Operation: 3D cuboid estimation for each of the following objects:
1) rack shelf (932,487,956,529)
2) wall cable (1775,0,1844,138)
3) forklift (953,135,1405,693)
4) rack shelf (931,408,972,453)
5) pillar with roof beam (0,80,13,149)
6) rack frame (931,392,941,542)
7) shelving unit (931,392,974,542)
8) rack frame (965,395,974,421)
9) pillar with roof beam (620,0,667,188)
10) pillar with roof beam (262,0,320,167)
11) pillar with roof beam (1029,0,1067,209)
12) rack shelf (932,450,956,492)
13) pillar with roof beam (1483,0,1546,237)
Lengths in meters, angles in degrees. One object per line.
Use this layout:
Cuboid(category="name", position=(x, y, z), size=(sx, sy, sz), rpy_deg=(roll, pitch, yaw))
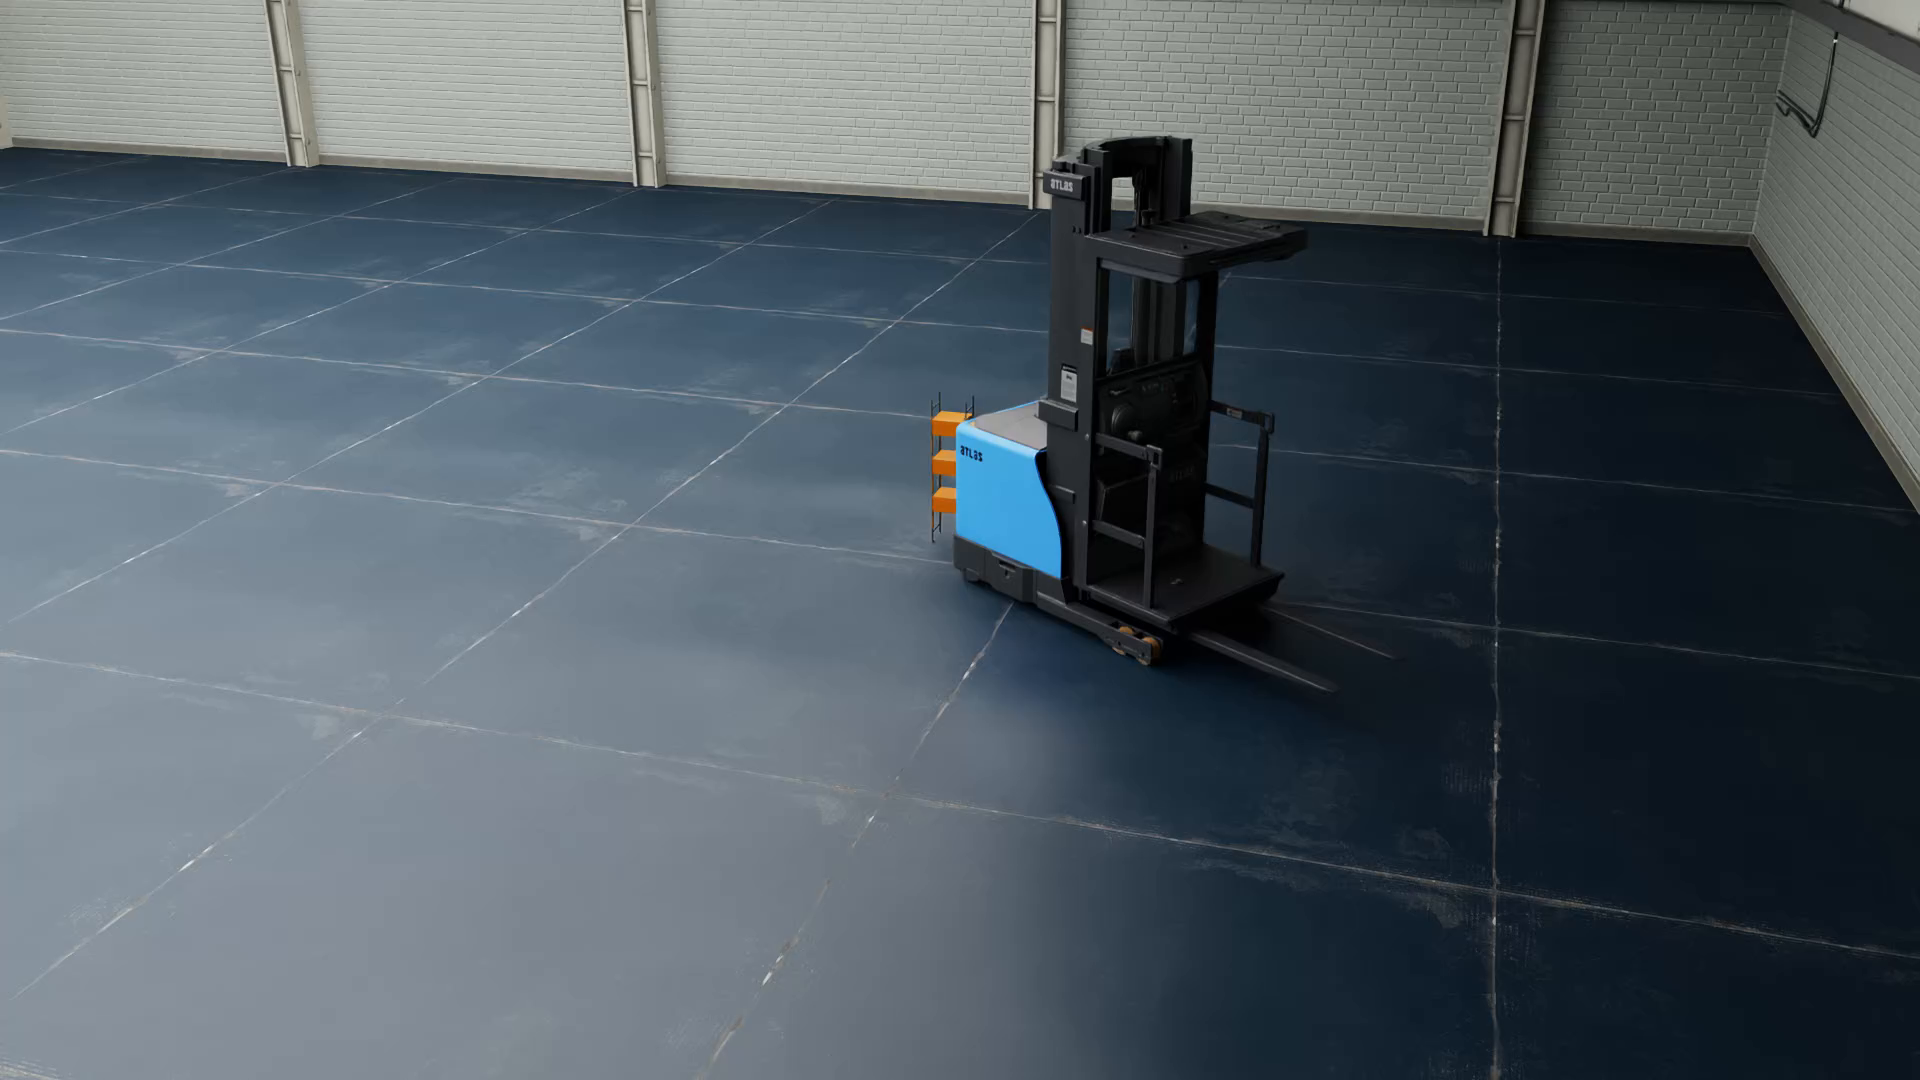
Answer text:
Cuboid(category="rack shelf", position=(-0.051, -0.225, 11.695), size=(0.240, 0.259, 0.215), rpy_deg=(7, 23, 15))
Cuboid(category="wall cable", position=(9.359, -5.848, 18.261), size=(0.112, 2.526, 3.097), rpy_deg=(7, 23, 16))
Cuboid(category="forklift", position=(1.309, -0.826, 9.921), size=(1.130, 2.935, 3.031), rpy_deg=(-19, 29, -38))
Cuboid(category="rack shelf", position=(-0.051, -0.744, 11.481), size=(0.240, 0.259, 0.215), rpy_deg=(7, 23, 15))
Cuboid(category="pillar with roof beam", position=(-17.299, -9.155, 22.232), size=(0.400, 9.000, 9.100), rpy_deg=(7, 23, 16))
Cuboid(category="rack frame", position=(-0.168, -0.505, 11.618), size=(0.008, 1.050, 0.200), rpy_deg=(7, 23, 15))
Cuboid(category="shelving unit", position=(-0.051, -0.492, 11.585), size=(0.252, 1.050, 0.215), rpy_deg=(7, 23, 15))
Cuboid(category="rack frame", position=(0.066, -0.478, 11.552), size=(0.008, 1.050, 0.200), rpy_deg=(7, 23, 15))
Cuboid(category="pillar with roof beam", position=(-5.811, -7.840, 19.025), size=(0.400, 9.000, 9.100), rpy_deg=(7, 23, 16))
Cuboid(category="pillar with roof beam", position=(-11.555, -8.497, 20.628), size=(0.400, 9.000, 9.100), rpy_deg=(7, 23, 16))
Cuboid(category="pillar with roof beam", position=(-0.067, -7.182, 17.421), size=(0.400, 9.000, 9.100), rpy_deg=(7, 23, 16))
Cuboid(category="rack shelf", position=(-0.051, -0.482, 11.589), size=(0.240, 0.259, 0.215), rpy_deg=(7, 23, 15))
Cuboid(category="pillar with roof beam", position=(5.677, -6.524, 15.818), size=(0.400, 9.000, 9.100), rpy_deg=(7, 23, 16))
